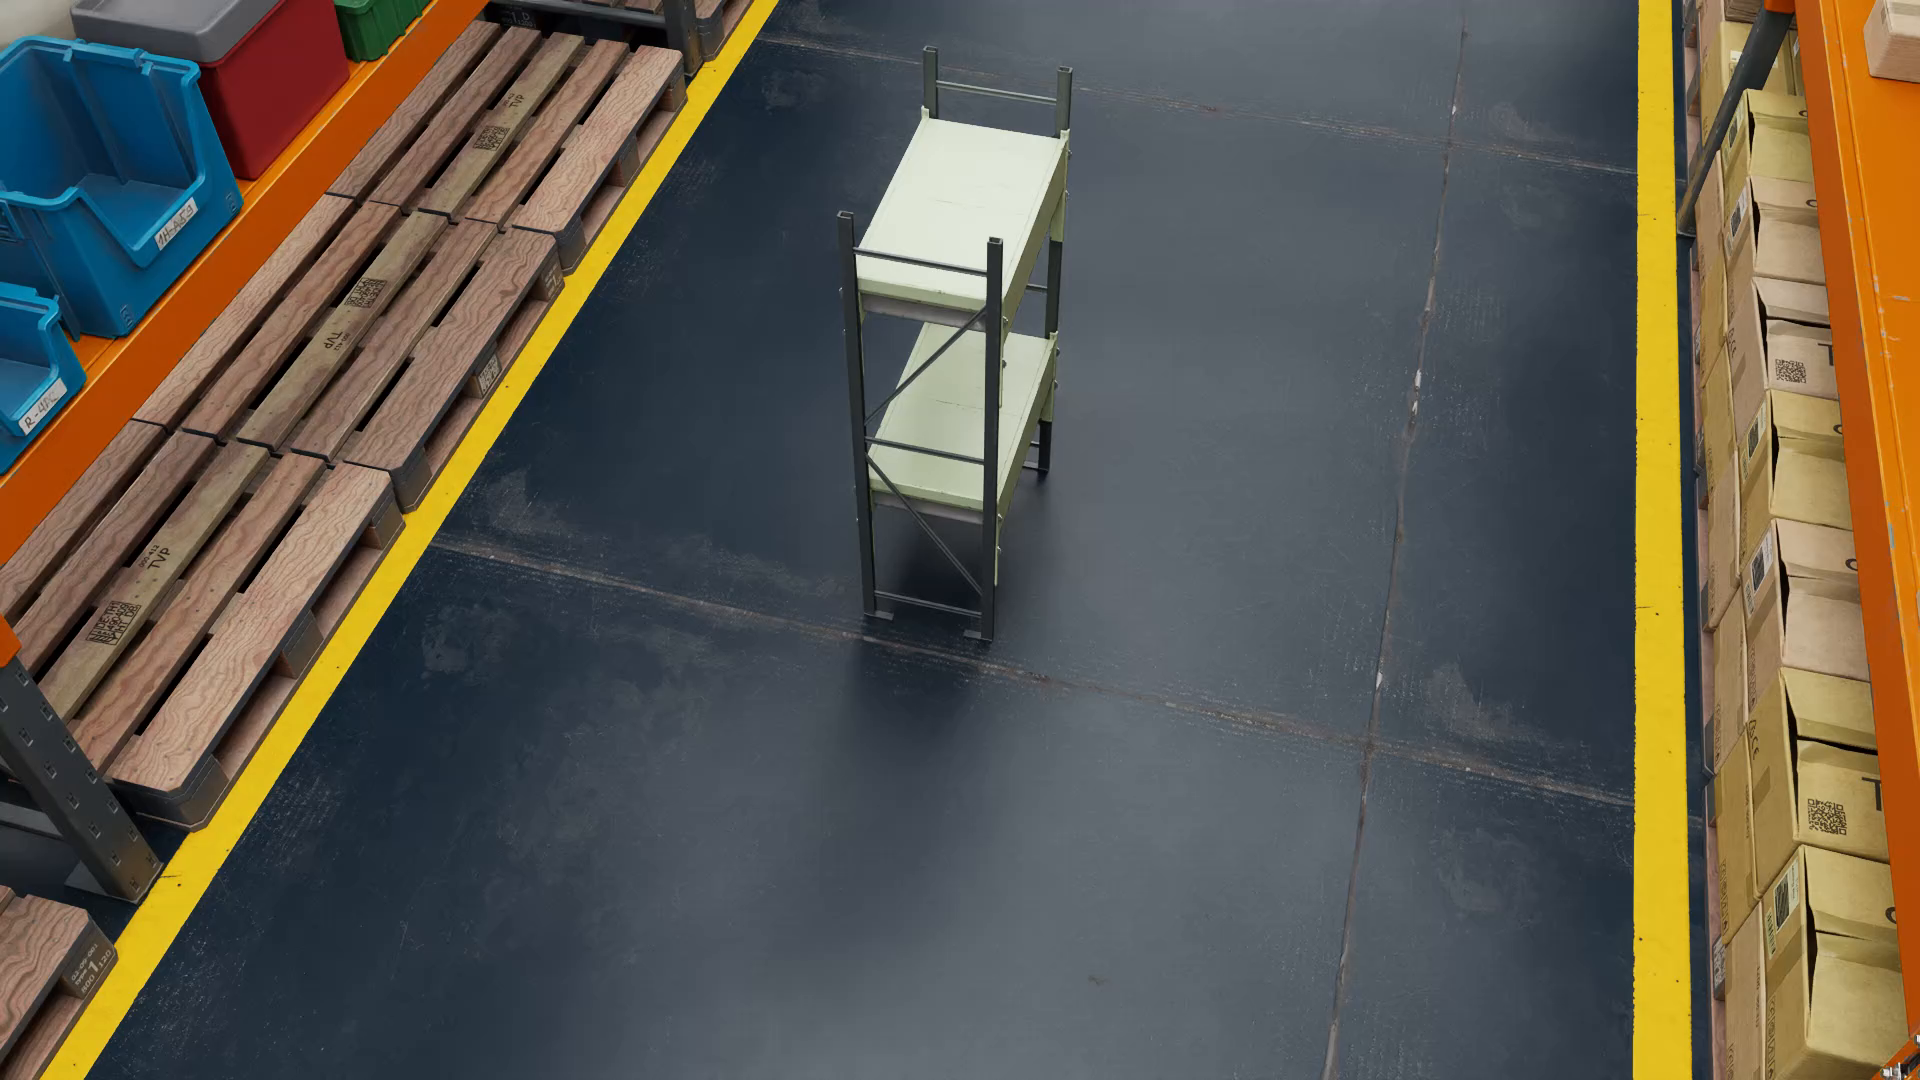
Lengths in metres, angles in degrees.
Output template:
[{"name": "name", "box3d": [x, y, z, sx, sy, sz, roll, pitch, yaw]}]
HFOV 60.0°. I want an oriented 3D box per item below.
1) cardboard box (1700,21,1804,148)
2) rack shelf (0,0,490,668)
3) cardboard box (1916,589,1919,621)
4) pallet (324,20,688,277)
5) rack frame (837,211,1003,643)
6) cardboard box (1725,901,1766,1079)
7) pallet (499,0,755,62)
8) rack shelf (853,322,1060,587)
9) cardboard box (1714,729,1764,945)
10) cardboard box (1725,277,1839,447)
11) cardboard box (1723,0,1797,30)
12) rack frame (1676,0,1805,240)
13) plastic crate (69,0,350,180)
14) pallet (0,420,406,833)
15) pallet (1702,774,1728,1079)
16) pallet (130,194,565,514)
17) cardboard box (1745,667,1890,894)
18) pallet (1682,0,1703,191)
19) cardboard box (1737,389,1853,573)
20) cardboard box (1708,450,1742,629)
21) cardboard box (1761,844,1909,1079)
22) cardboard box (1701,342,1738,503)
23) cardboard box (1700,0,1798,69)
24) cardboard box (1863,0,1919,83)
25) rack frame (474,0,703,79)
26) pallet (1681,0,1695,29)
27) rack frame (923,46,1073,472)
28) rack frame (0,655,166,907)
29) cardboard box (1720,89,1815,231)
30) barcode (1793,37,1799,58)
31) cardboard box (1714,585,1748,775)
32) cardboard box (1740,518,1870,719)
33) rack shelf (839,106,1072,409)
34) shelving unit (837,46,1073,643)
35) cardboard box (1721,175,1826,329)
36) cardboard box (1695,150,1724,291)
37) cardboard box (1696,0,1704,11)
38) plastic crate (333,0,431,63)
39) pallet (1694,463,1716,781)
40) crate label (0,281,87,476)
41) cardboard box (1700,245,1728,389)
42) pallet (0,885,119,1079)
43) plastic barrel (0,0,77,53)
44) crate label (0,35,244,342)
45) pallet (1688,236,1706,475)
[{"name": "cardboard box", "box3d": [3.105, -1.689, 6.294, 0.500, 0.250, 0.500, 12, 50, 10]}, {"name": "rack shelf", "box3d": [-2.110, -1.377, 4.944, 1.077, 0.370, 4.000, 12, 50, 10]}, {"name": "cardboard box", "box3d": [2.111, 0.190, 3.249, 0.380, 0.149, 0.250, 12, 50, 10]}, {"name": "pallet", "box3d": [-1.753, -1.563, 6.489, 1.003, 0.211, 1.213, 12, 50, 10]}, {"name": "rack frame", "box3d": [-0.095, -0.236, 4.458, 0.400, 1.500, 0.023, 12, 50, 10]}, {"name": "cardboard box", "box3d": [2.044, 1.154, 3.785, 0.500, 0.250, 0.500, 13, 50, 11]}, {"name": "pallet", "box3d": [-1.367, -2.616, 7.418, 1.003, 0.211, 1.213, 12, 50, 10]}, {"name": "rack shelf", "box3d": [0.002, -0.285, 4.936, 0.431, 0.370, 0.720, 12, 50, 10]}, {"name": "cardboard box", "box3d": [2.176, 0.781, 4.114, 0.500, 0.250, 0.500, 11, 49, 10]}, {"name": "cardboard box", "box3d": [2.573, -0.511, 4.880, 0.500, 0.311, 0.500, 10, 49, 9]}, {"name": "cardboard box", "box3d": [3.248, -2.296, 6.330, 0.500, 0.500, 0.500, 12, 50, 10]}, {"name": "rack frame", "box3d": [3.194, -2.081, 5.086, 1.000, 3.000, 0.127, 12, 50, 10]}, {"name": "plastic crate", "box3d": [-1.916, -1.298, 4.352, 0.402, 0.464, 0.583, 12, 50, 10]}, {"name": "pallet", "box3d": [-2.395, 0.202, 4.931, 1.003, 0.211, 1.213, 12, 50, 10]}, {"name": "pallet", "box3d": [2.395, 1.147, 4.097, 1.003, 0.211, 1.213, 12, 50, 10]}, {"name": "pallet", "box3d": [-2.072, -0.678, 5.707, 1.003, 0.211, 1.213, 12, 50, 10]}, {"name": "cardboard box", "box3d": [2.172, 0.593, 3.906, 0.500, 0.311, 0.500, 11, 49, 9]}, {"name": "pallet", "box3d": [3.444, -1.726, 6.632, 1.003, 0.211, 1.213, 12, 50, 10]}, {"name": "cardboard box", "box3d": [2.441, -0.134, 4.547, 0.500, 0.311, 0.500, 13, 50, 11]}, {"name": "cardboard box", "box3d": [2.444, 0.045, 4.764, 0.500, 0.250, 0.500, 12, 50, 11]}, {"name": "cardboard box", "box3d": [2.041, 0.970, 3.573, 0.500, 0.311, 0.500, 13, 50, 11]}, {"name": "cardboard box", "box3d": [2.579, -0.323, 5.088, 0.500, 0.250, 0.500, 10, 49, 9]}, {"name": "cardboard box", "box3d": [3.246, -2.049, 6.611, 0.500, 0.250, 0.500, 12, 50, 10]}, {"name": "cardboard box", "box3d": [2.763, -1.398, 4.650, 0.380, 0.149, 0.250, 12, 50, 10]}, {"name": "rack frame", "box3d": [-1.584, -3.061, 5.951, 1.000, 3.000, 0.127, 12, 50, 10]}, {"name": "pallet", "box3d": [3.763, -2.611, 7.413, 1.003, 0.211, 1.213, 12, 50, 10]}, {"name": "rack frame", "box3d": [0.098, -0.766, 4.926, 0.400, 1.500, 0.023, 12, 50, 10]}, {"name": "rack frame", "box3d": [-2.637, -0.168, 3.398, 1.000, 3.000, 0.127, 12, 50, 10]}, {"name": "cardboard box", "box3d": [2.845, -1.246, 5.529, 0.500, 0.311, 0.500, 12, 50, 10]}, {"name": "barcode", "box3d": [2.725, -1.615, 5.408, 0.001, 0.075, 0.075, 12, 50, 10]}, {"name": "cardboard box", "box3d": [2.312, 0.418, 4.435, 0.500, 0.250, 0.500, 13, 50, 11]}, {"name": "cardboard box", "box3d": [2.307, 0.228, 4.228, 0.500, 0.311, 0.500, 11, 50, 10]}, {"name": "rack shelf", "box3d": [0.002, -0.759, 4.399, 0.431, 0.370, 0.720, 12, 50, 10]}, {"name": "shelving unit", "box3d": [0.002, -0.501, 4.692, 0.431, 1.500, 0.755, 12, 50, 10]}, {"name": "cardboard box", "box3d": [2.708, -0.885, 5.210, 0.500, 0.311, 0.500, 11, 49, 10]}, {"name": "cardboard box", "box3d": [2.849, -1.068, 5.745, 0.500, 0.250, 0.500, 10, 49, 9]}, {"name": "cardboard box", "box3d": [3.364, -2.413, 6.933, 0.500, 0.250, 0.500, 12, 50, 10]}, {"name": "plastic crate", "box3d": [-1.770, -1.676, 4.870, 0.450, 0.188, 0.662, 12, 50, 10]}, {"name": "pallet", "box3d": [2.718, 0.267, 4.873, 1.003, 0.211, 1.213, 12, 50, 10]}, {"name": "crate label", "box3d": [-2.164, -0.344, 3.664, 0.303, 0.233, 0.416, 12, 50, 10]}, {"name": "cardboard box", "box3d": [2.713, -0.698, 5.419, 0.500, 0.250, 0.500, 13, 50, 11]}, {"name": "pallet", "box3d": [-2.804, 1.333, 3.933, 1.003, 0.211, 1.213, 12, 50, 10]}, {"name": "plastic barrel", "box3d": [-2.461, -1.296, 4.319, 0.421, 0.512, 0.421, 0, 49, 0]}, {"name": "crate label", "box3d": [-2.114, -0.845, 3.972, 0.502, 0.435, 0.616, 12, 50, 10]}, {"name": "pallet", "box3d": [3.038, -0.618, 5.655, 1.003, 0.211, 1.213, 12, 50, 10]}]
